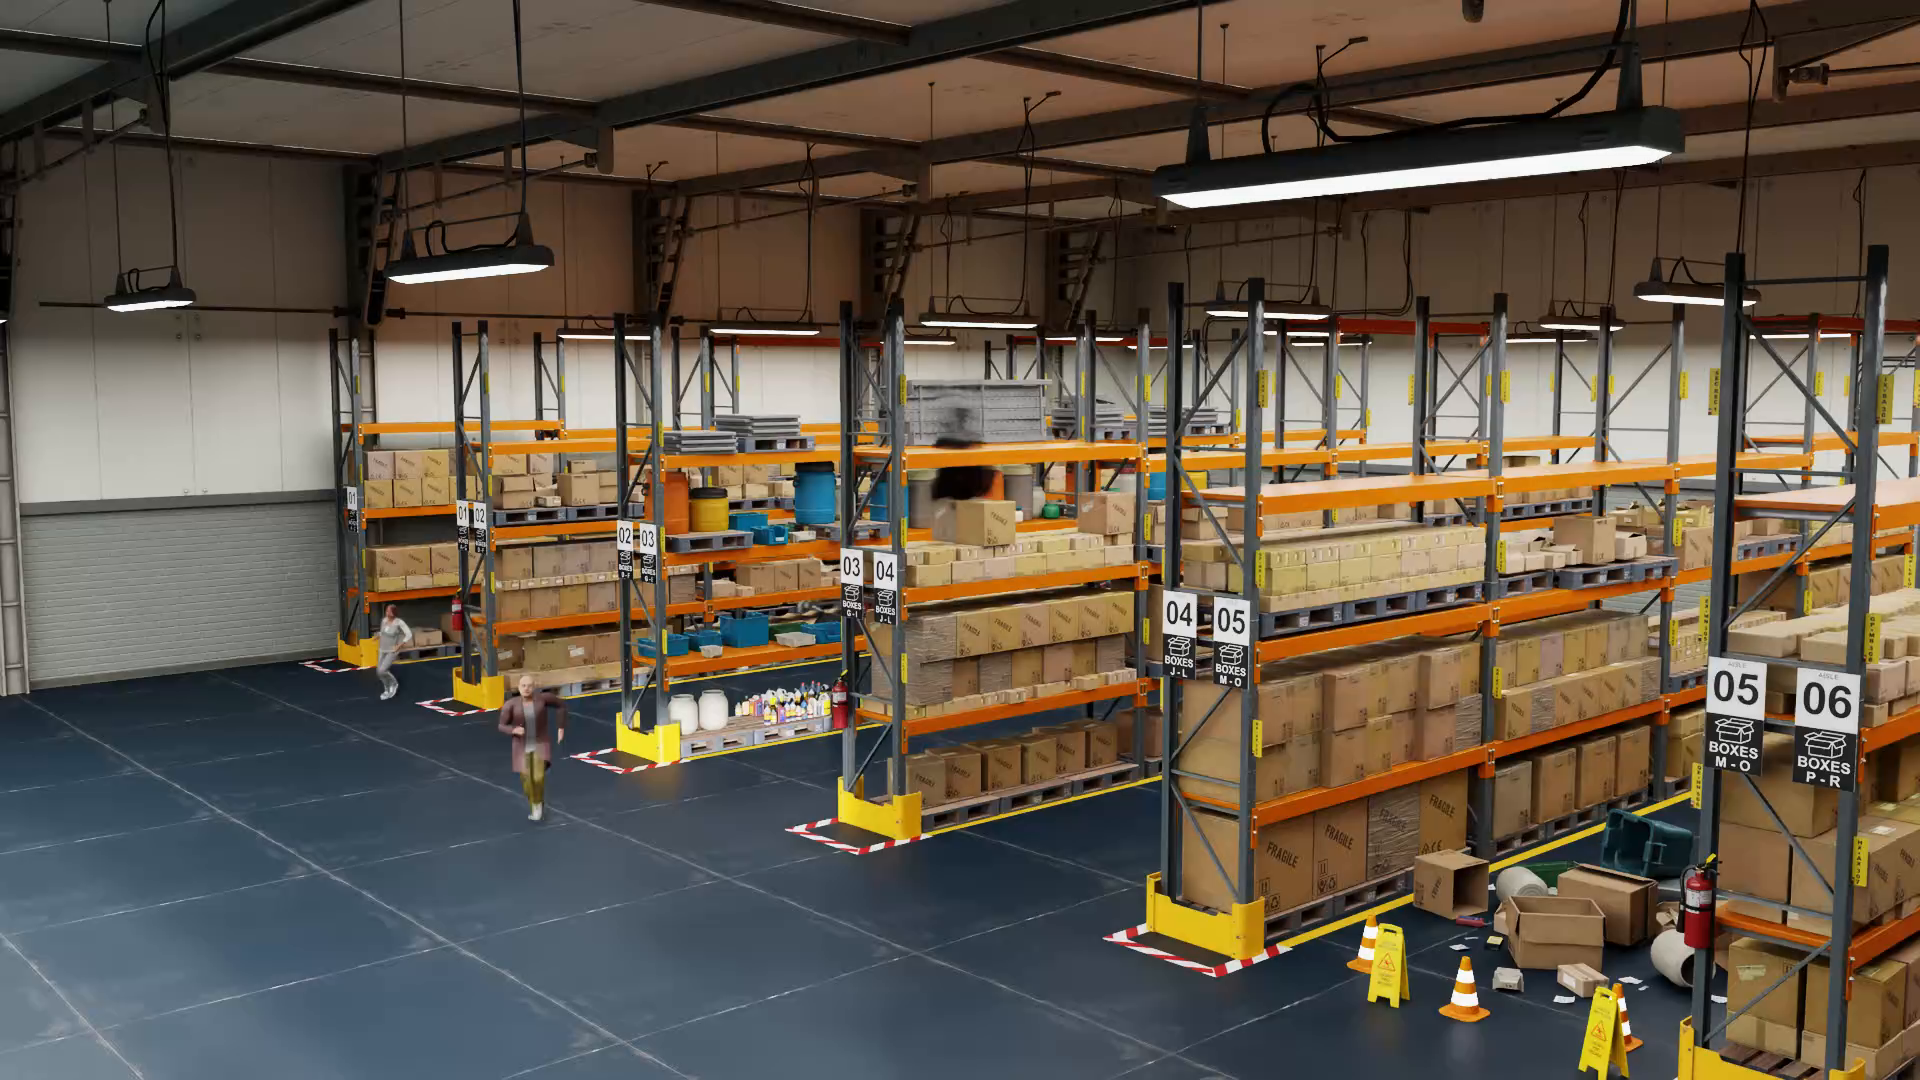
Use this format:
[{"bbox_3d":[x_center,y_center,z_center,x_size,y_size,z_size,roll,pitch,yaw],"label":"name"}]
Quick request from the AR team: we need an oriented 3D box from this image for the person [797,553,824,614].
[{"bbox_3d":[-3.039,0.984,33.629,0.707,1.715,0.668,5,7,39],"label":"person"}]

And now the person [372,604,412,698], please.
[{"bbox_3d":[-9.077,1.833,26.464,0.543,1.438,0.539,3,6,26],"label":"person"}]

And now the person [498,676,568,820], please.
[{"bbox_3d":[-4.898,2.404,19.079,0.755,1.731,0.800,-1,6,-11],"label":"person"}]
